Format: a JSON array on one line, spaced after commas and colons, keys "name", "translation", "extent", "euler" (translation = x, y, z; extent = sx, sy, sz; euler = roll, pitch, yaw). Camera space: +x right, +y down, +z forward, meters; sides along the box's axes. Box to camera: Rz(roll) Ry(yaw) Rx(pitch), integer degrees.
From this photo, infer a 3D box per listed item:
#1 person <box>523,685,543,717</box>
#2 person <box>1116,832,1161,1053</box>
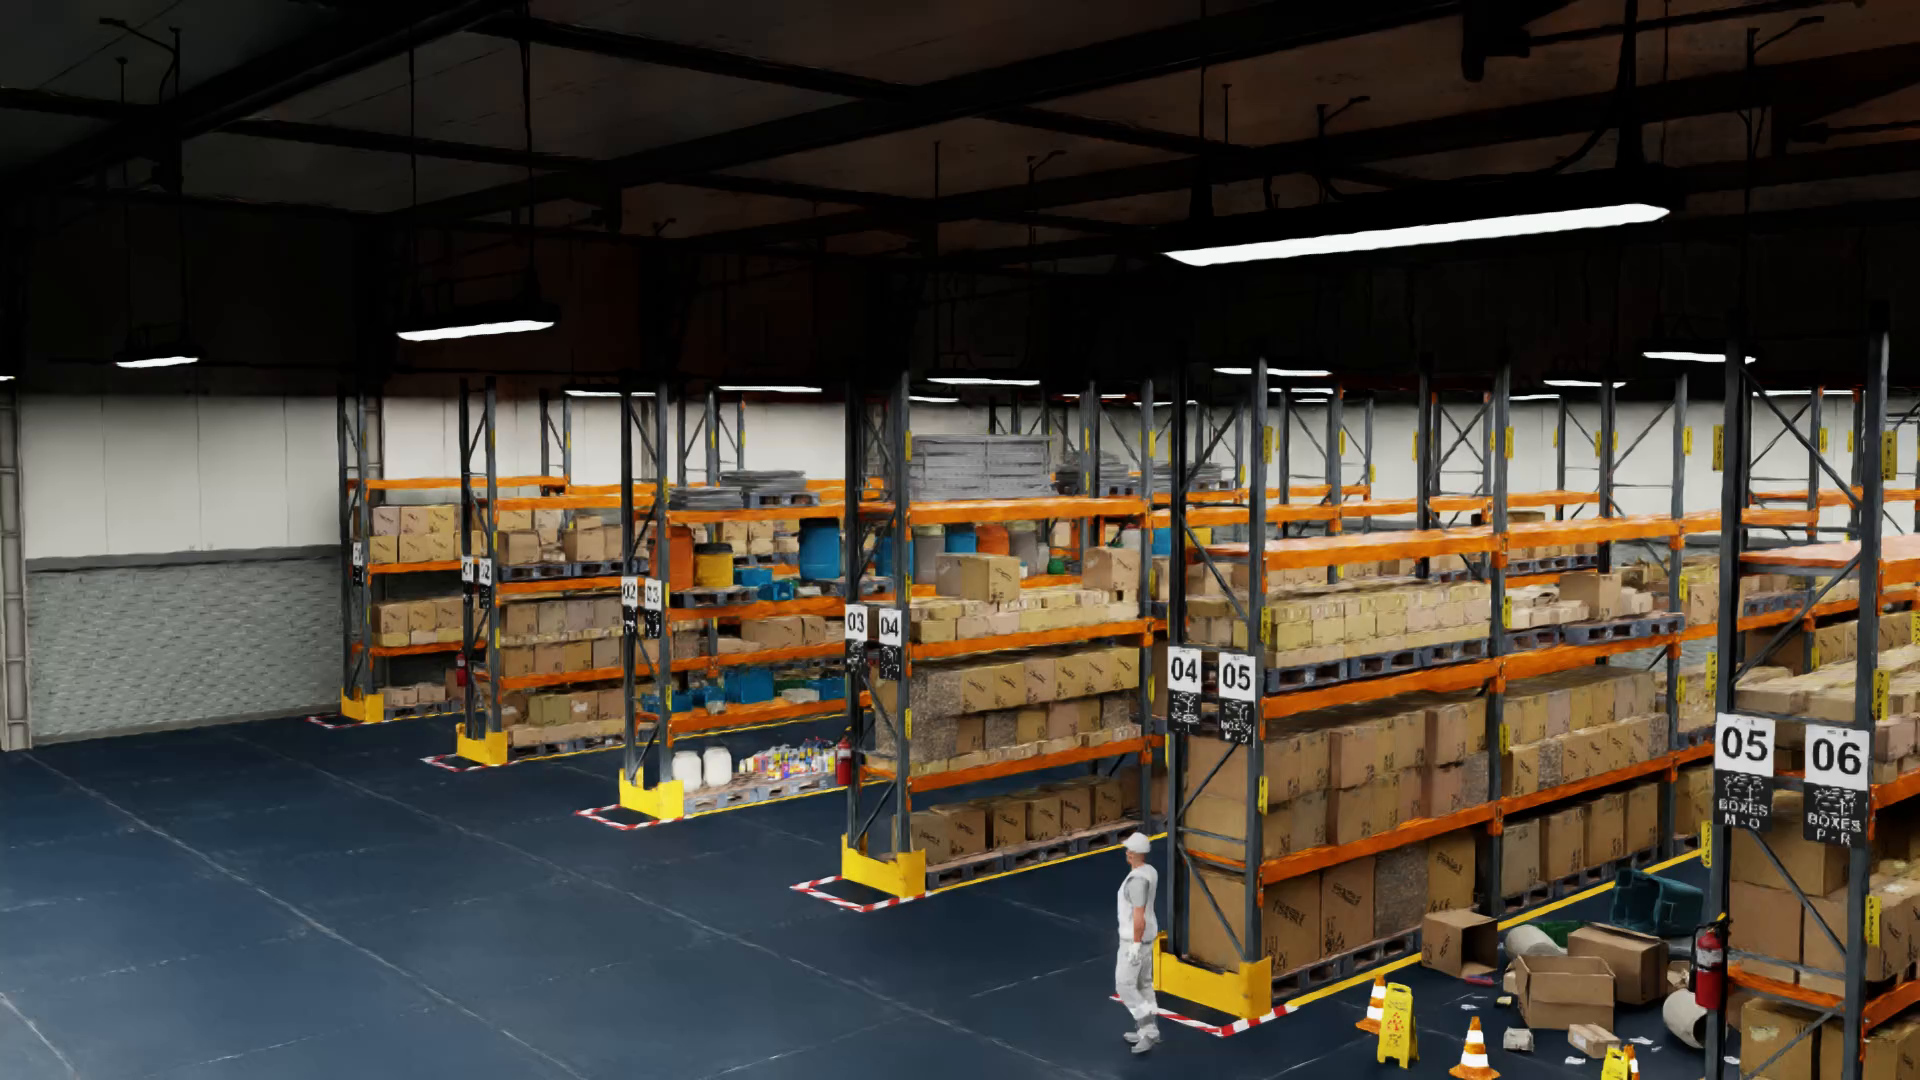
[{"name": "person", "translation": [-7.613, 2.305, 29.795], "extent": [0.463, 1.783, 0.601], "euler": [1, 4, 20]}, {"name": "person", "translation": [1.513, 3.348, 13.911], "extent": [0.388, 1.783, 0.624], "euler": [1, 4, 17]}]
